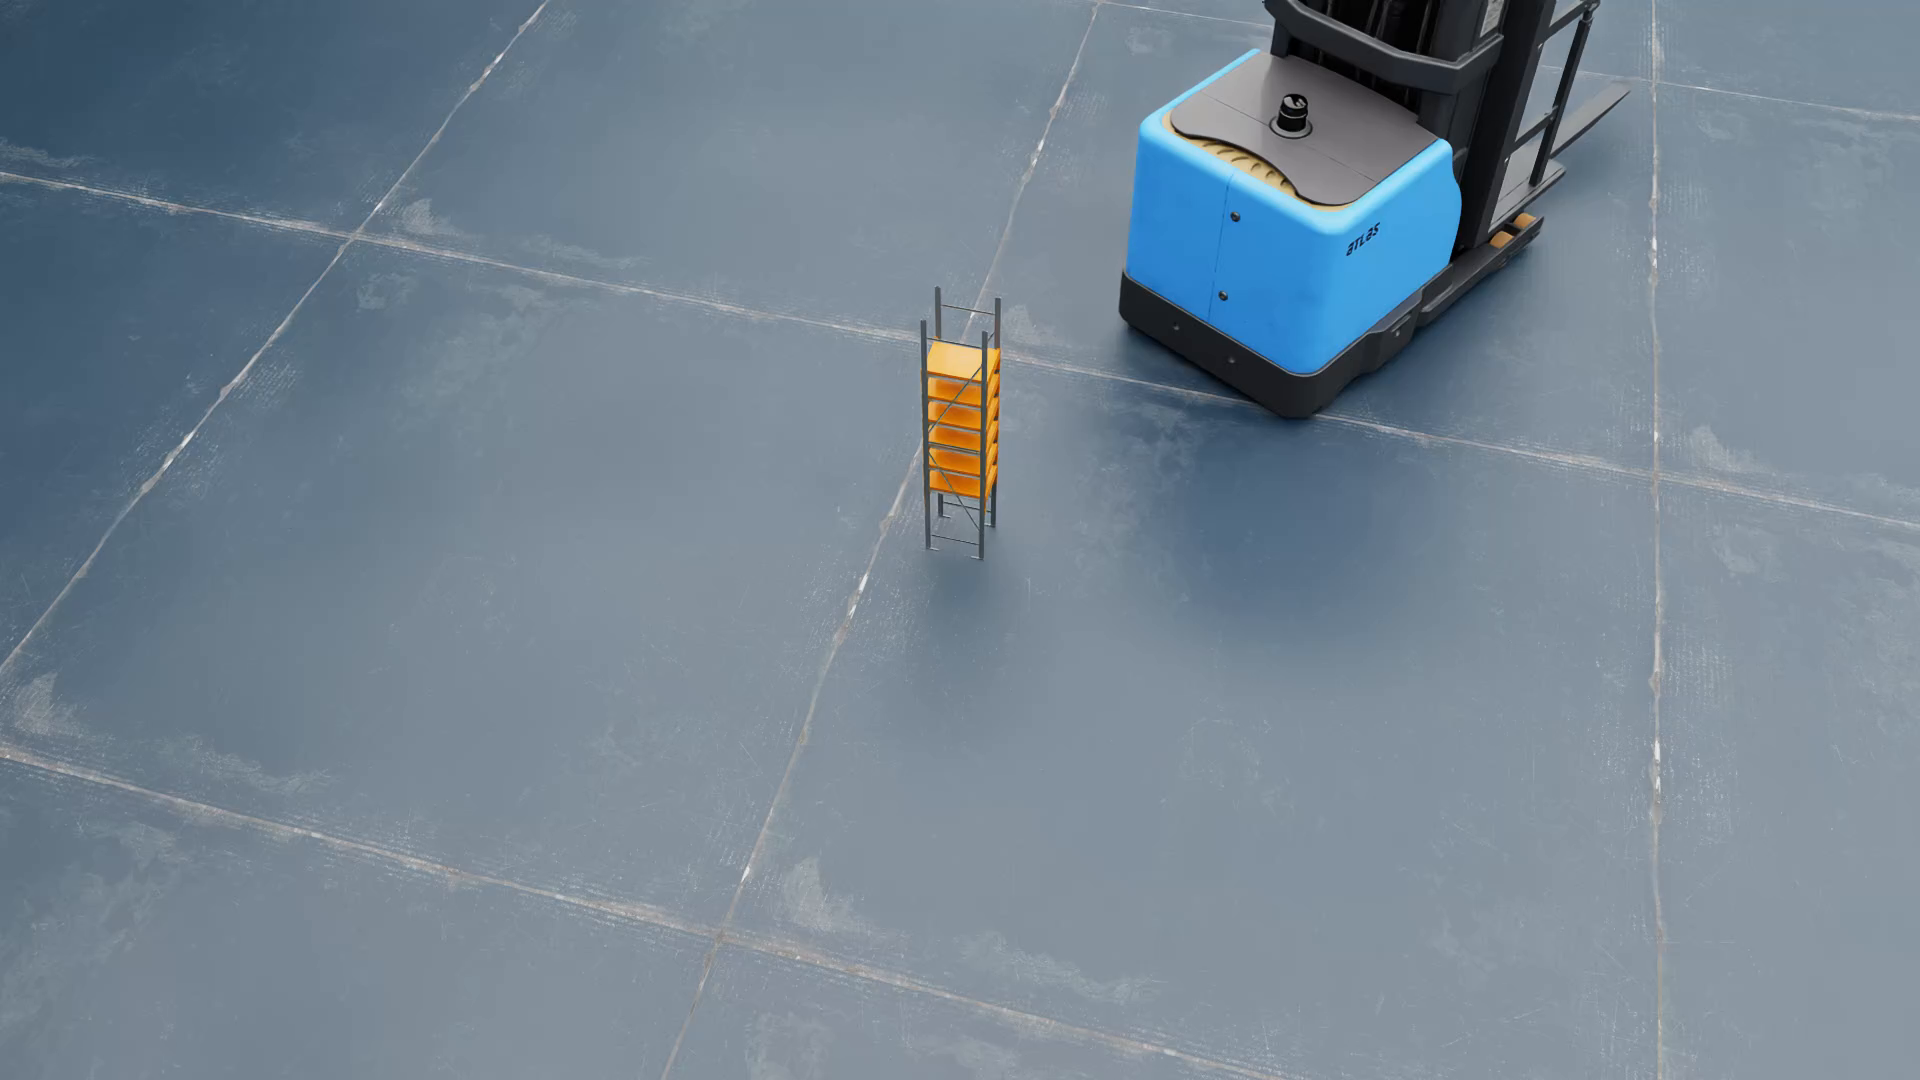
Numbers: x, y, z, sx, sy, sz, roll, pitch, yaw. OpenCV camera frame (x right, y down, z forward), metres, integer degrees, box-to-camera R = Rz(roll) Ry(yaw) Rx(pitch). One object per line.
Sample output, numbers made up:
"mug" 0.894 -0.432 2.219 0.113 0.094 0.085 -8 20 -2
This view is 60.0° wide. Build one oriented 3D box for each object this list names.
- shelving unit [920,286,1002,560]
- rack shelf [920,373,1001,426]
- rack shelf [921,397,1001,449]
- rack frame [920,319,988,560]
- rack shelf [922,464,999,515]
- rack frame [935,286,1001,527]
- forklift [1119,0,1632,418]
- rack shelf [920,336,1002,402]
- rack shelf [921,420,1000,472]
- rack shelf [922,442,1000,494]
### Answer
"shelving unit" 0.004 -0.407 6.228 0.258 1.200 0.189 12 50 10
"rack shelf" 0.004 -0.537 6.082 0.258 0.103 0.180 12 50 10
"rack shelf" 0.004 -0.458 6.172 0.258 0.103 0.180 12 50 10
"rack frame" -0.020 -0.341 6.170 0.240 1.200 0.006 12 50 10
"rack shelf" 0.004 -0.219 6.442 0.258 0.103 0.180 12 50 10
"rack frame" 0.028 -0.474 6.287 0.240 1.200 0.006 12 50 10
"forklift" 2.104 -2.491 6.912 1.130 2.935 3.031 36 58 28
"rack shelf" 0.004 -0.616 5.992 0.258 0.103 0.180 12 50 10
"rack shelf" 0.004 -0.378 6.262 0.258 0.103 0.180 12 50 10
"rack shelf" 0.004 -0.299 6.352 0.258 0.103 0.180 12 50 10
